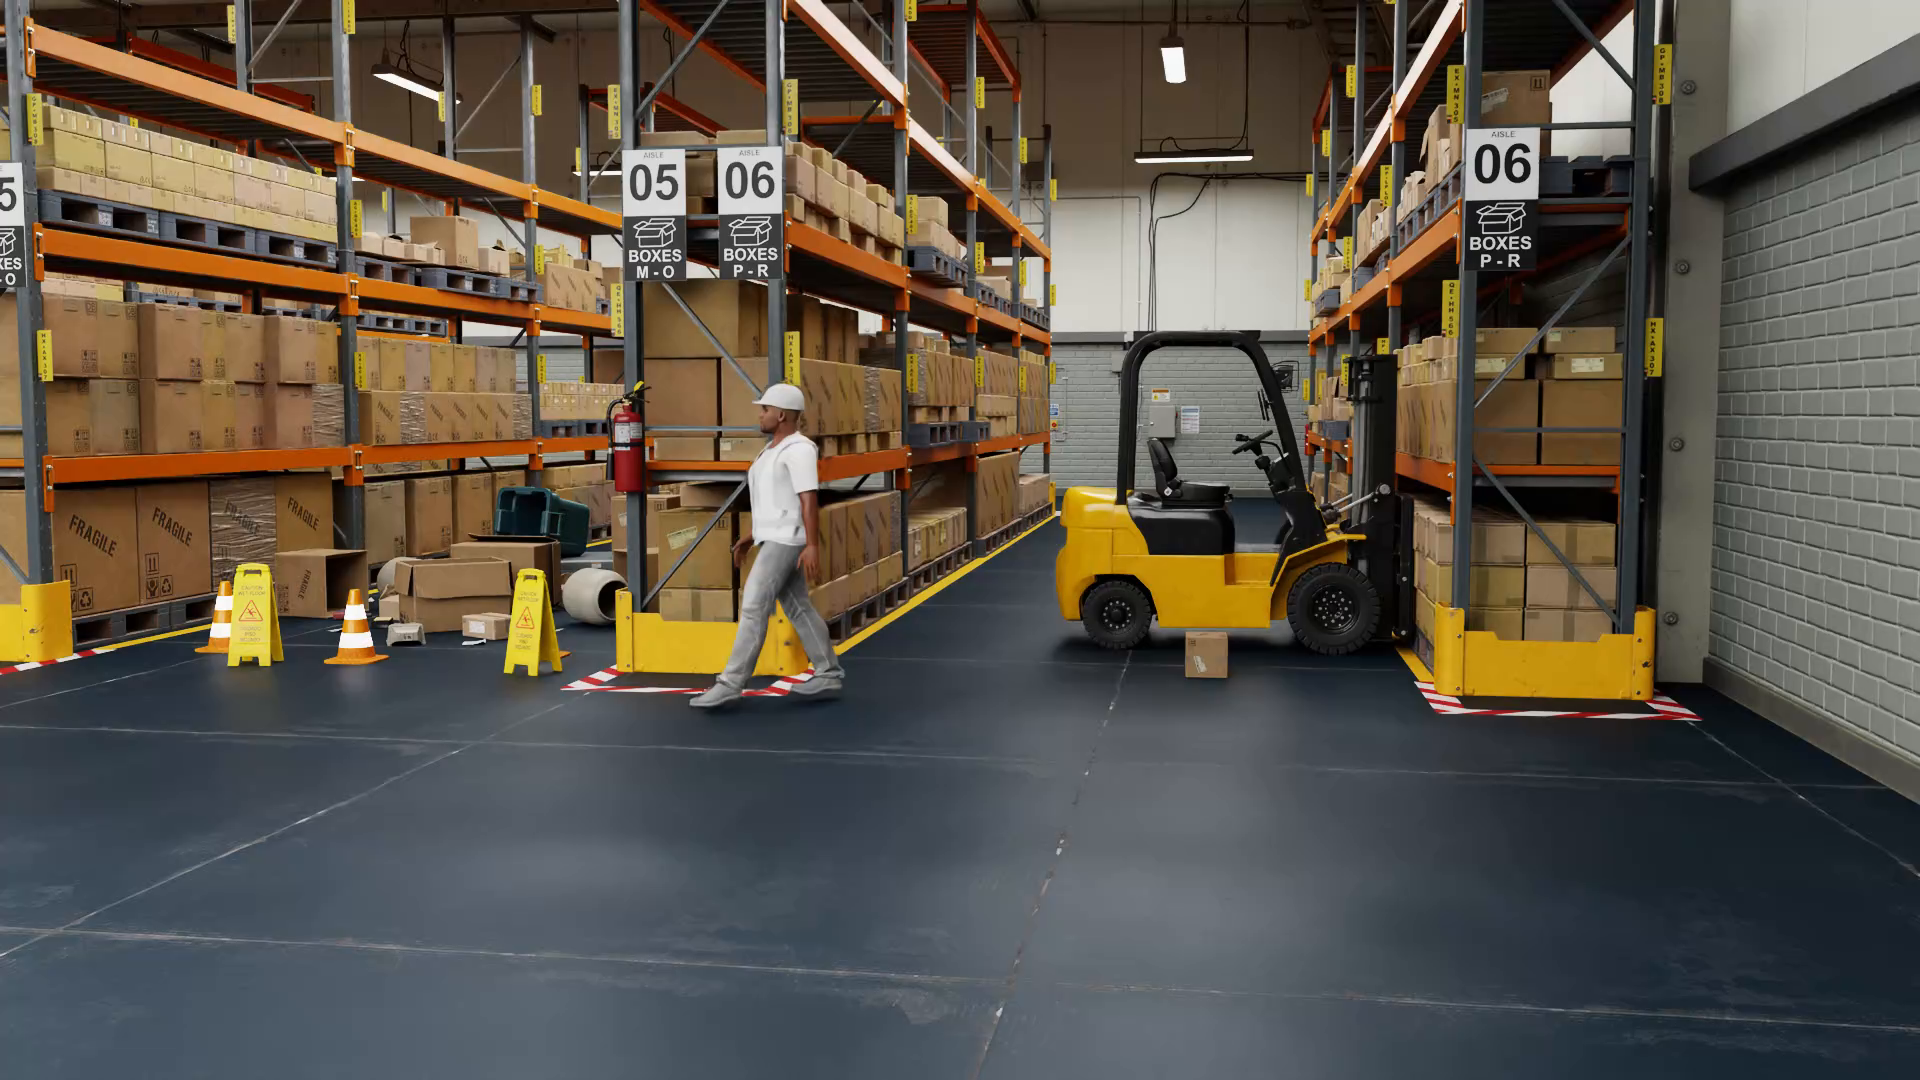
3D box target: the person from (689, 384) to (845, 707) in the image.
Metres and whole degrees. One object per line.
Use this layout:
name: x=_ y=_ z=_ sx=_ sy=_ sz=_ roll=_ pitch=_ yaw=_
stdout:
person: x=-1.077 y=0.008 z=9.157 sx=0.909 sy=1.728 sz=0.615 roll=-1 pitch=5 yaw=-18
